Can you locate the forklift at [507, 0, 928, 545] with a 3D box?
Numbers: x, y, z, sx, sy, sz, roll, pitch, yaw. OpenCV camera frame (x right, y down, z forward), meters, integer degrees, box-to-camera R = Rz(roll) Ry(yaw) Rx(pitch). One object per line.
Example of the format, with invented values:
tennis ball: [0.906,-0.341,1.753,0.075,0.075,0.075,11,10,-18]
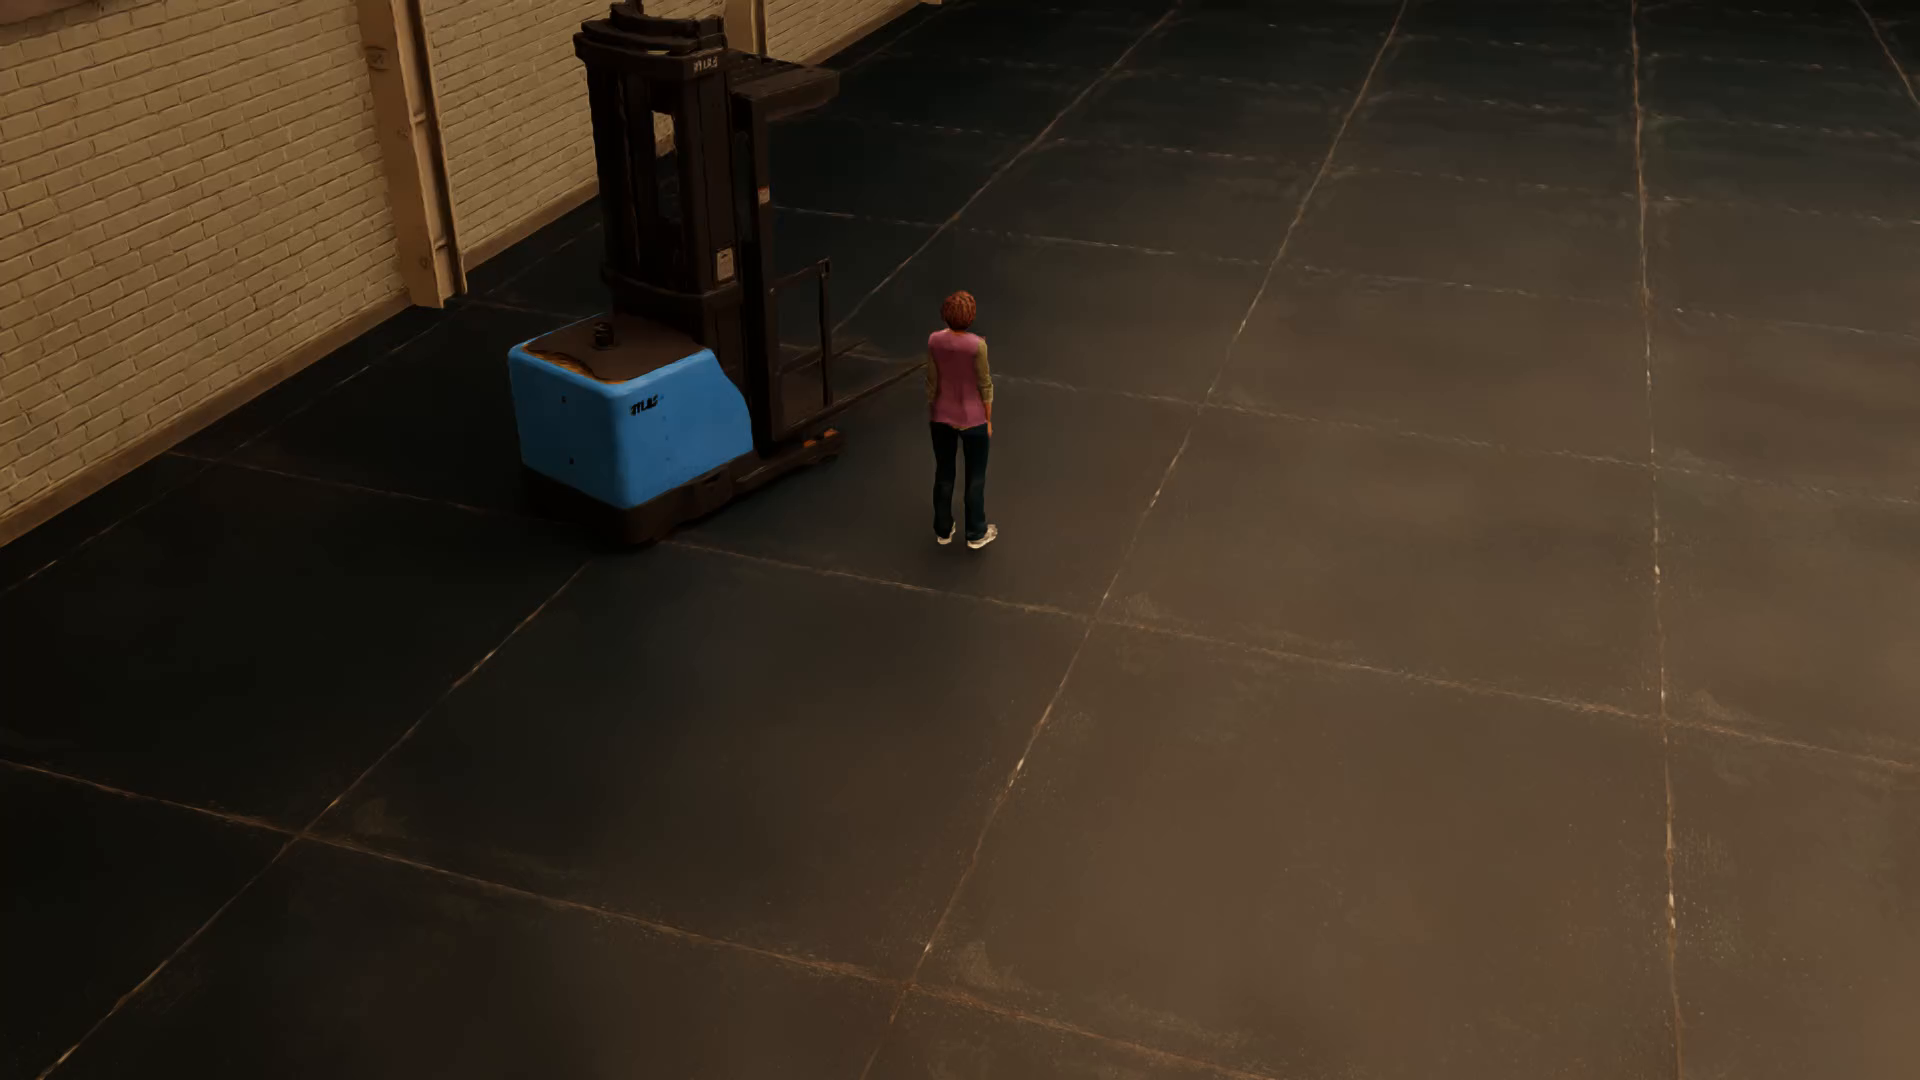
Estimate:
forklift: [-1.415,-1.908,10.484,1.130,2.935,3.031,22,36,33]

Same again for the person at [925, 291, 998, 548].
person: [0.003,-0.700,9.707,0.405,1.604,0.311,10,31,16]
